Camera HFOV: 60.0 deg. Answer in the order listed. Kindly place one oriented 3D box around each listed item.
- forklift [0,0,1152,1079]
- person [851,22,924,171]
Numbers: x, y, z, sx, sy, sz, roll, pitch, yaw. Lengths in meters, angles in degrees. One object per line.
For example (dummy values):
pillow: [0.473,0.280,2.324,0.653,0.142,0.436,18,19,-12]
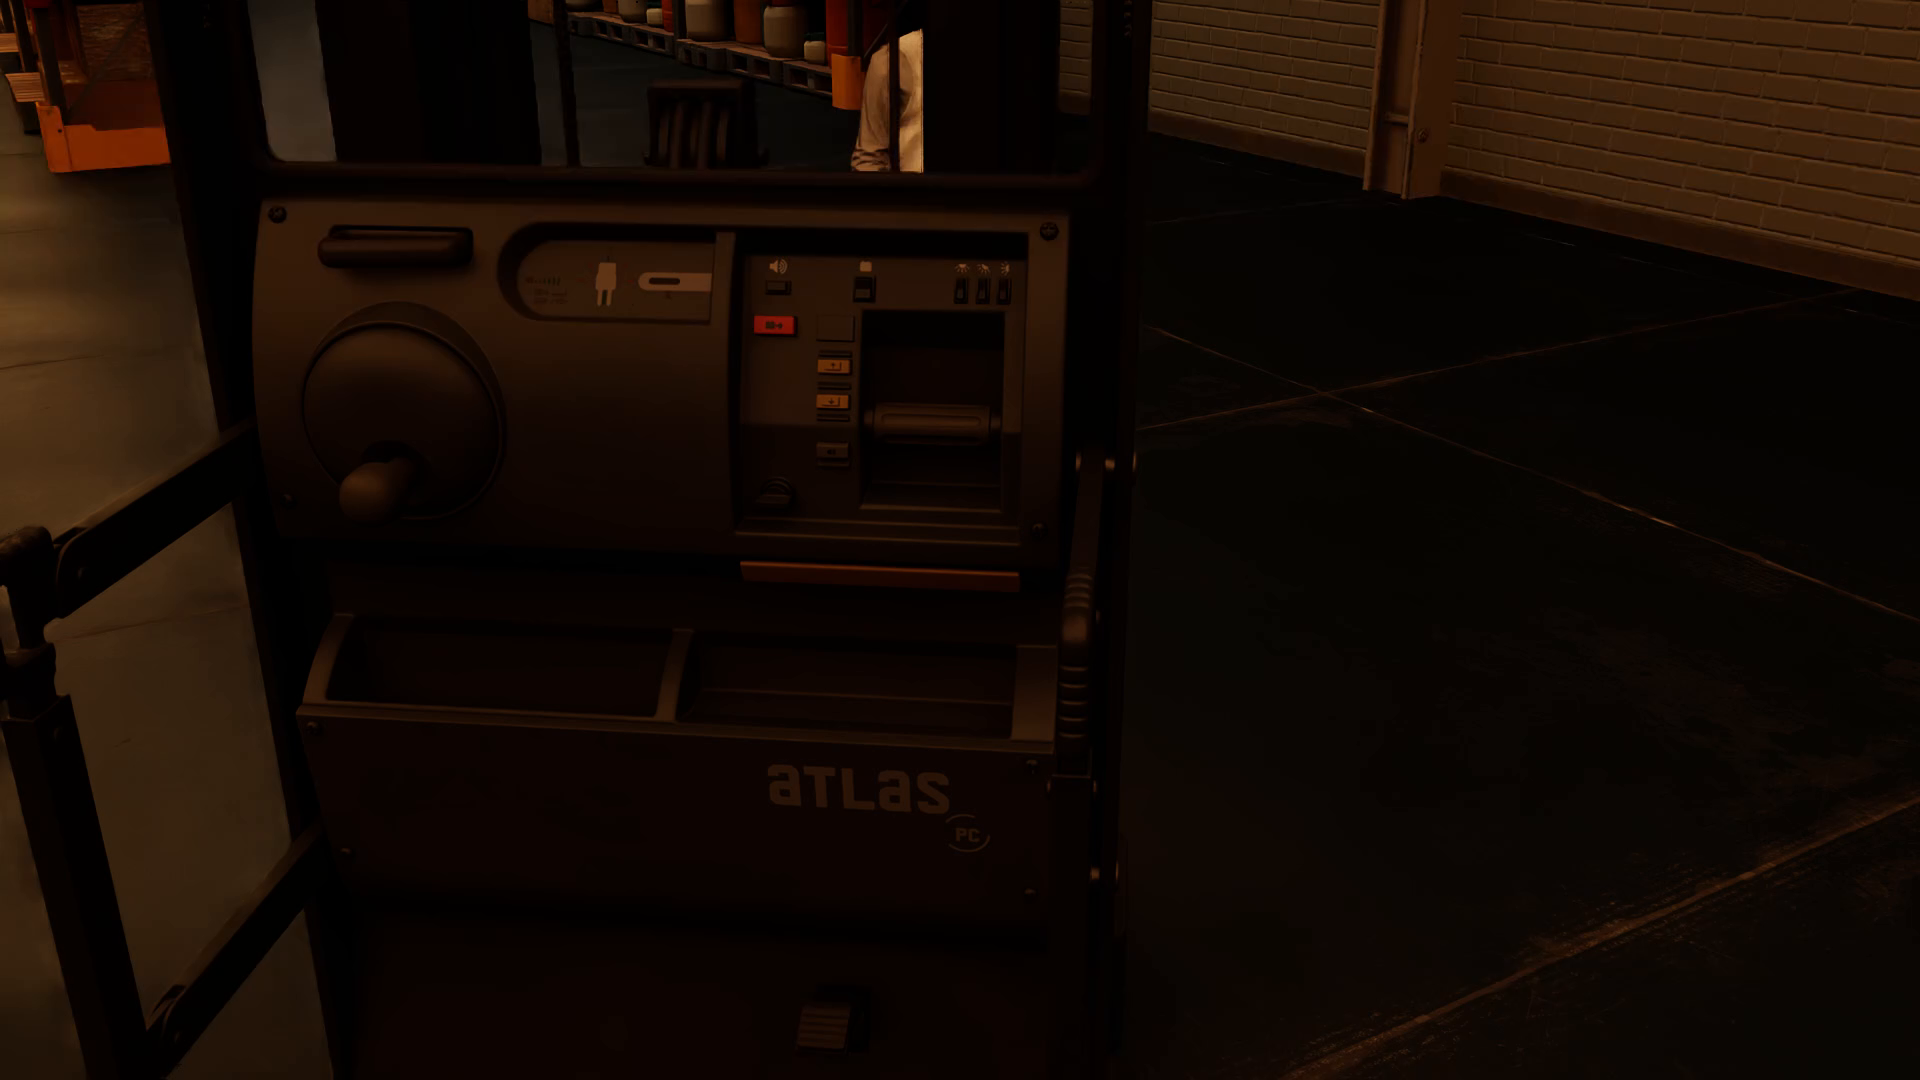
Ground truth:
forklift: [-0.364,-0.167,1.681,1.130,2.935,3.031,2,22,6]
person: [0.025,-0.806,4.741,0.634,1.775,0.566,-12,25,-28]
